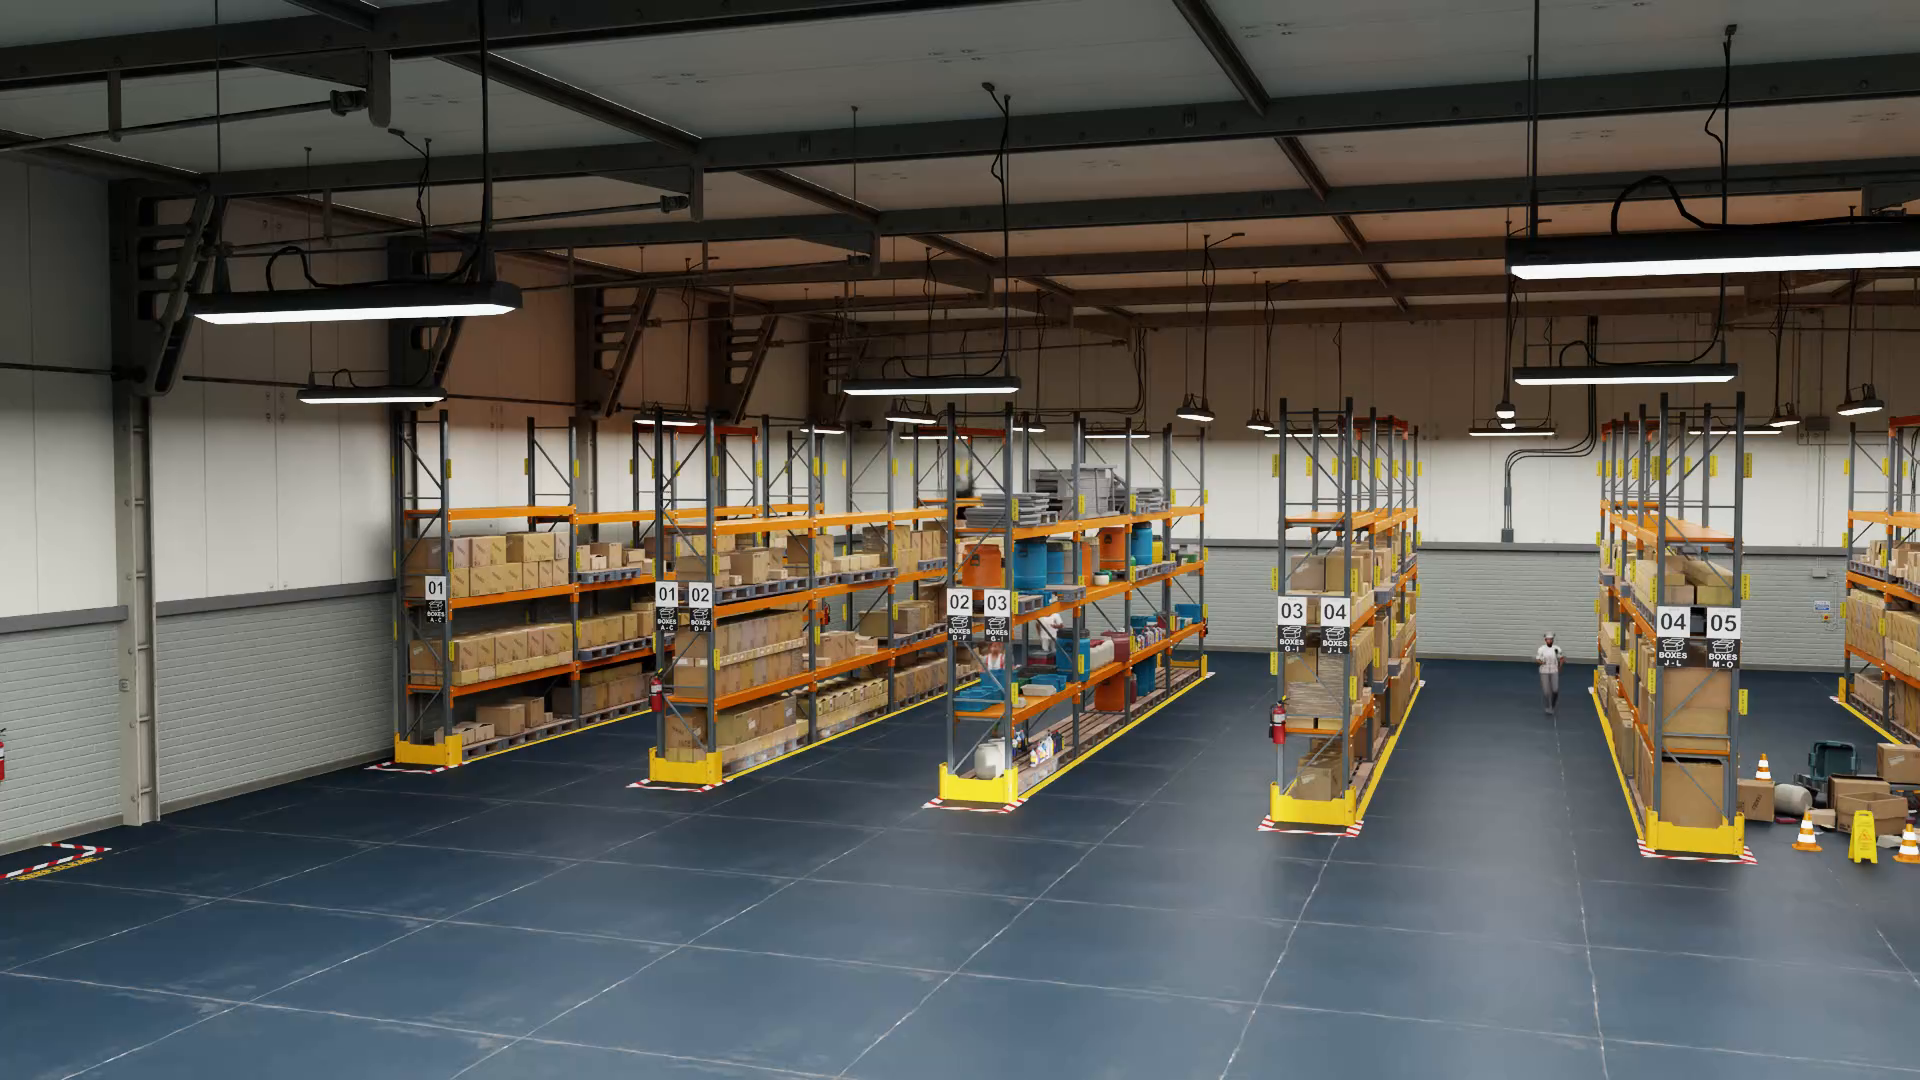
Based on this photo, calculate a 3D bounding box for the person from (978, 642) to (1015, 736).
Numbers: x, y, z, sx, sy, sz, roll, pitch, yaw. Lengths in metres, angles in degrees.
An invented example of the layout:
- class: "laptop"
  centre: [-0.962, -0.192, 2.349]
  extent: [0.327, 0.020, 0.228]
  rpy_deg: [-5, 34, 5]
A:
- class: "person"
  centre: [0.654, 2.748, 31.254]
  extent: [0.667, 1.764, 0.976]
  rpy_deg: [1, 3, 18]

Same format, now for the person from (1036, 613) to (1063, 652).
- class: "person"
  centre: [2.152, 2.402, 40.259]
  extent: [0.695, 1.821, 0.776]
  rpy_deg: [0, 2, 11]

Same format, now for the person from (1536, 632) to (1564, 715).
- class: "person"
  centre: [11.997, 2.720, 33.787]
  extent: [0.560, 1.673, 0.605]
  rpy_deg: [1, 3, 15]
